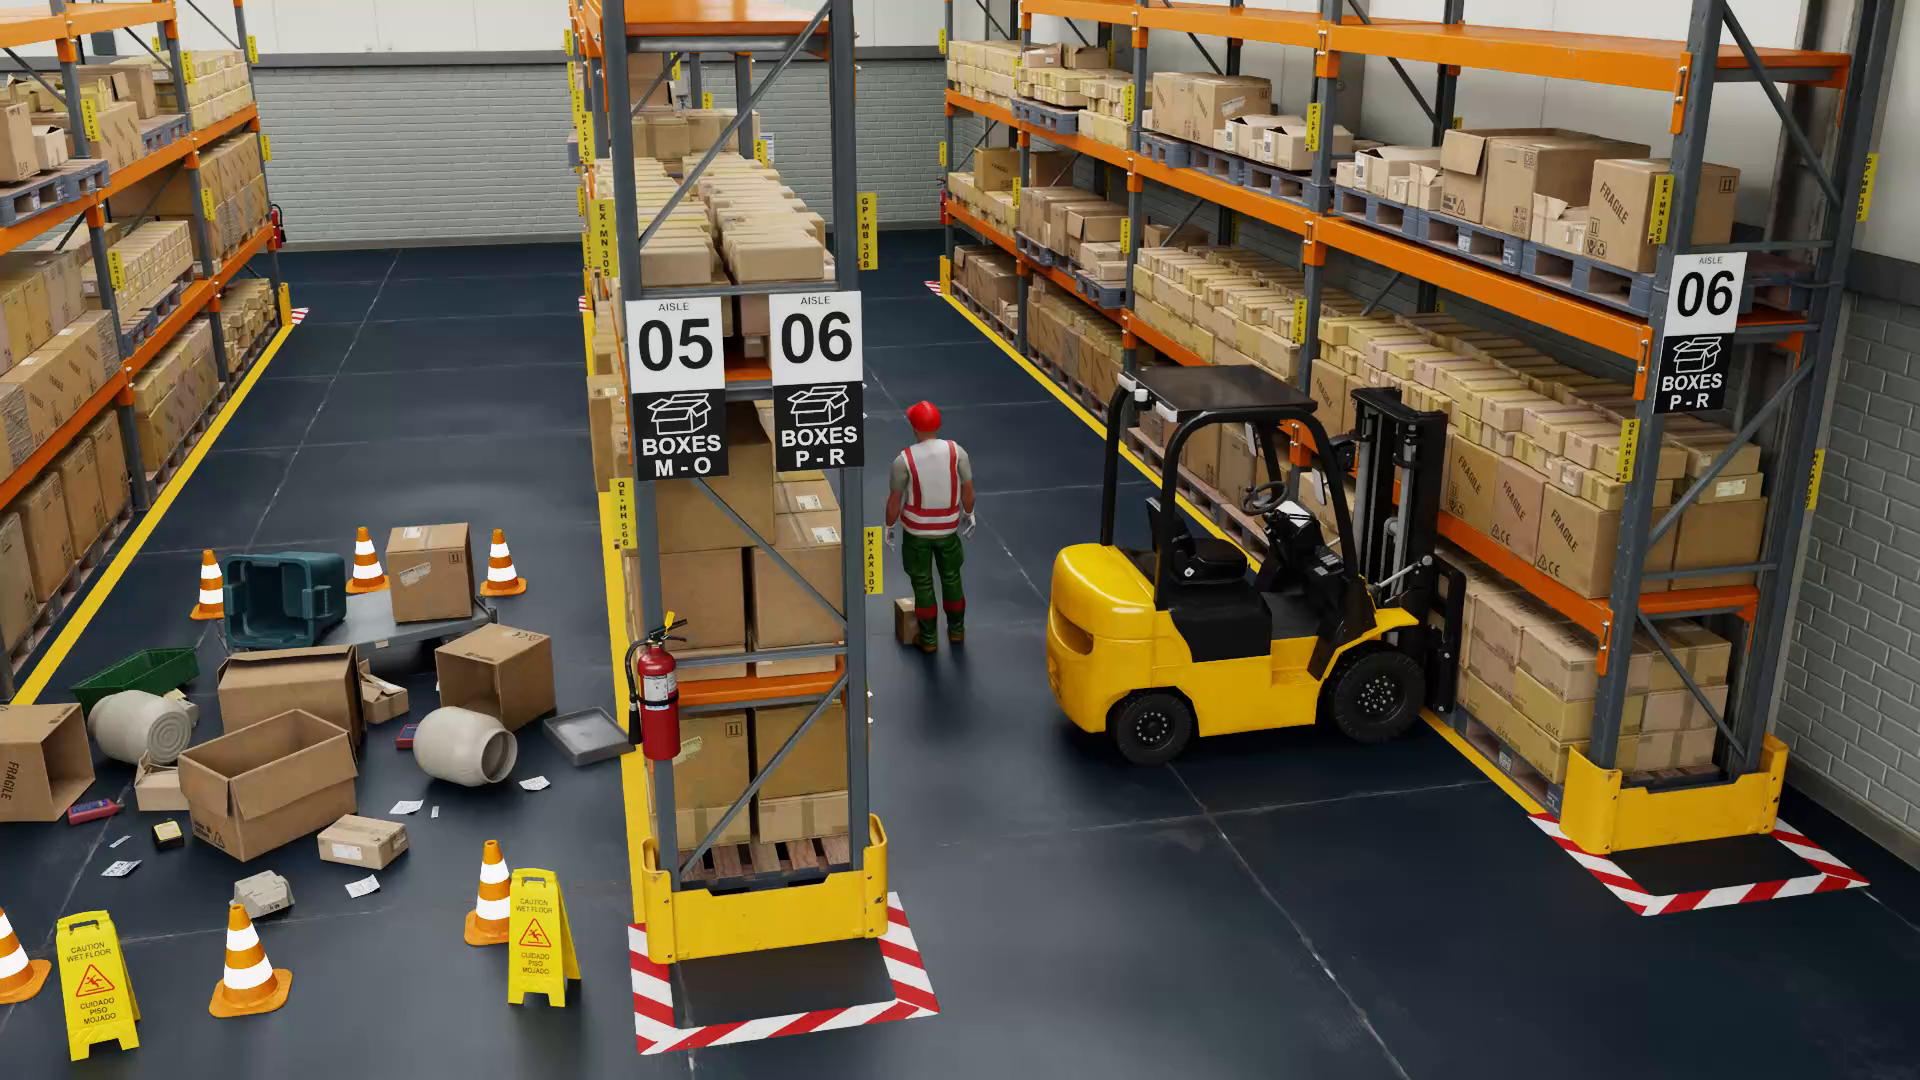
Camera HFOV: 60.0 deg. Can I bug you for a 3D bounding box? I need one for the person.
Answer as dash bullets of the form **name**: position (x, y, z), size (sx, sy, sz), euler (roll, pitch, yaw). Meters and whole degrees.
- **person**: position (-0.215, -0.112, 11.321), size (0.638, 1.789, 0.561), euler (-5, 20, -14)
